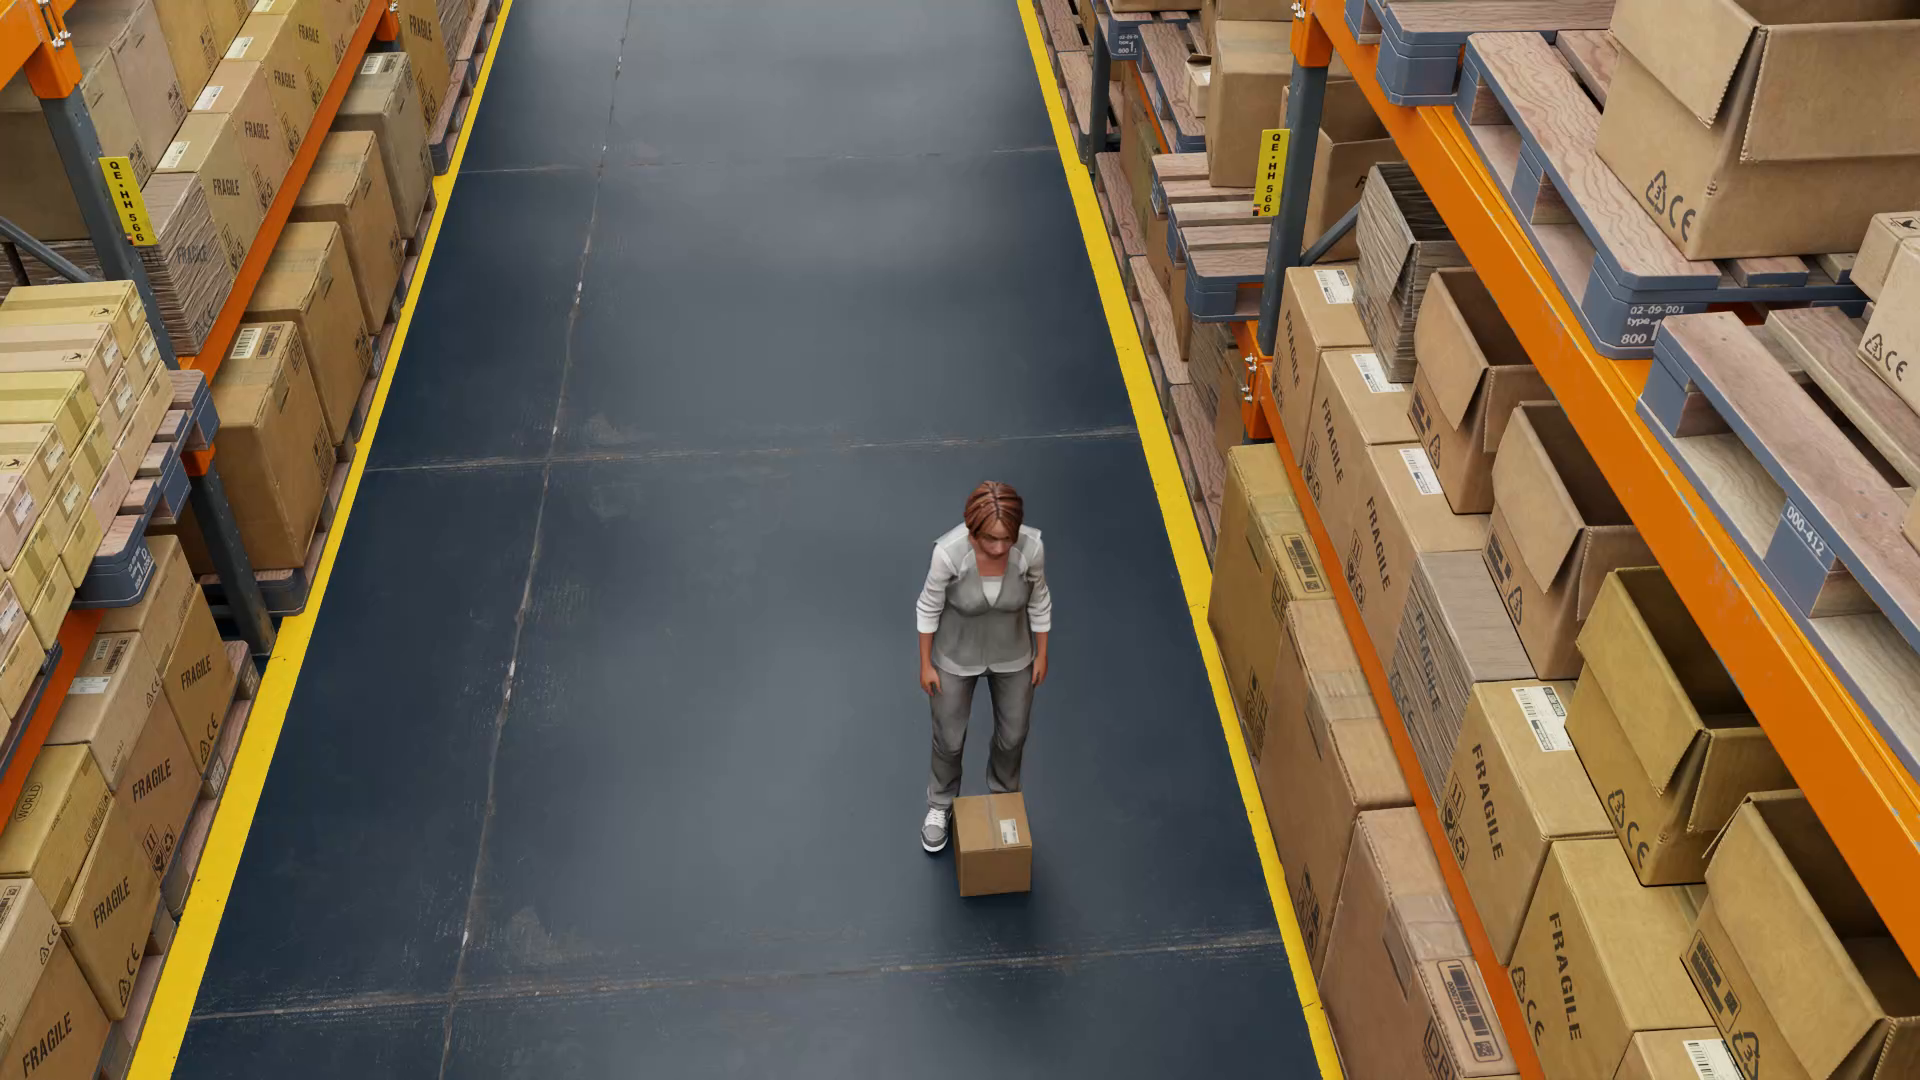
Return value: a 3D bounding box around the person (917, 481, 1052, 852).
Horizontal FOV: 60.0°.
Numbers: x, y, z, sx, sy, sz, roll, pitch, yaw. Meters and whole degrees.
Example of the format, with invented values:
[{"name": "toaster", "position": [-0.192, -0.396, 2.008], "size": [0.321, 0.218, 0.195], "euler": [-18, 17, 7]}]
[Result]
[{"name": "person", "position": [0.080, 0.415, 5.664], "size": [0.469, 1.592, 0.348], "euler": [-5, 40, -6]}]
